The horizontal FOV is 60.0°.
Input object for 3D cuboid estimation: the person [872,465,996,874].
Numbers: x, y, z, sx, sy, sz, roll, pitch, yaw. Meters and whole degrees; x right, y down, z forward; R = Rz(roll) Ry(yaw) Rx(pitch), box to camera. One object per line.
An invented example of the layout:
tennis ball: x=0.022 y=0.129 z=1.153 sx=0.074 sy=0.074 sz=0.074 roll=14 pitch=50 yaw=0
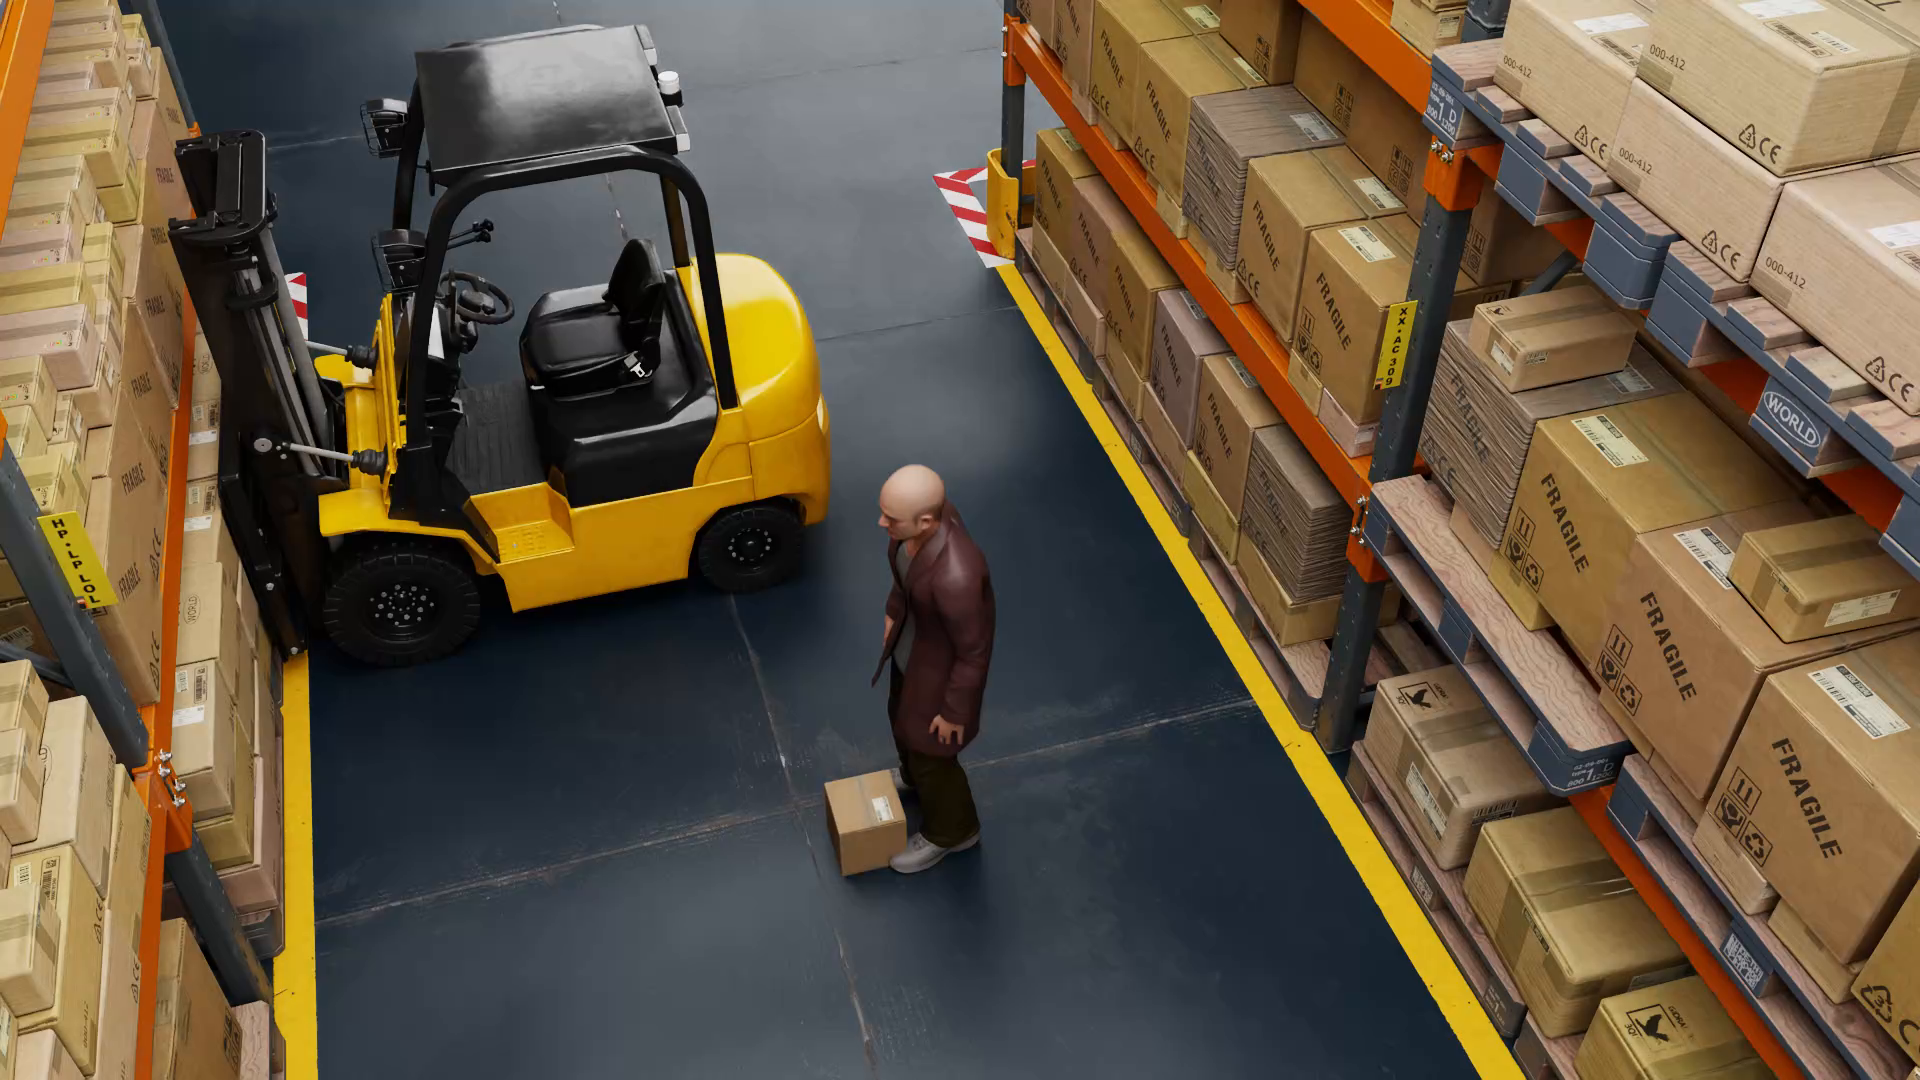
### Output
person: x=-0.108 y=0.424 z=5.697 sx=0.429 sy=1.772 sz=0.643 roll=-14 pitch=43 yaw=-15
